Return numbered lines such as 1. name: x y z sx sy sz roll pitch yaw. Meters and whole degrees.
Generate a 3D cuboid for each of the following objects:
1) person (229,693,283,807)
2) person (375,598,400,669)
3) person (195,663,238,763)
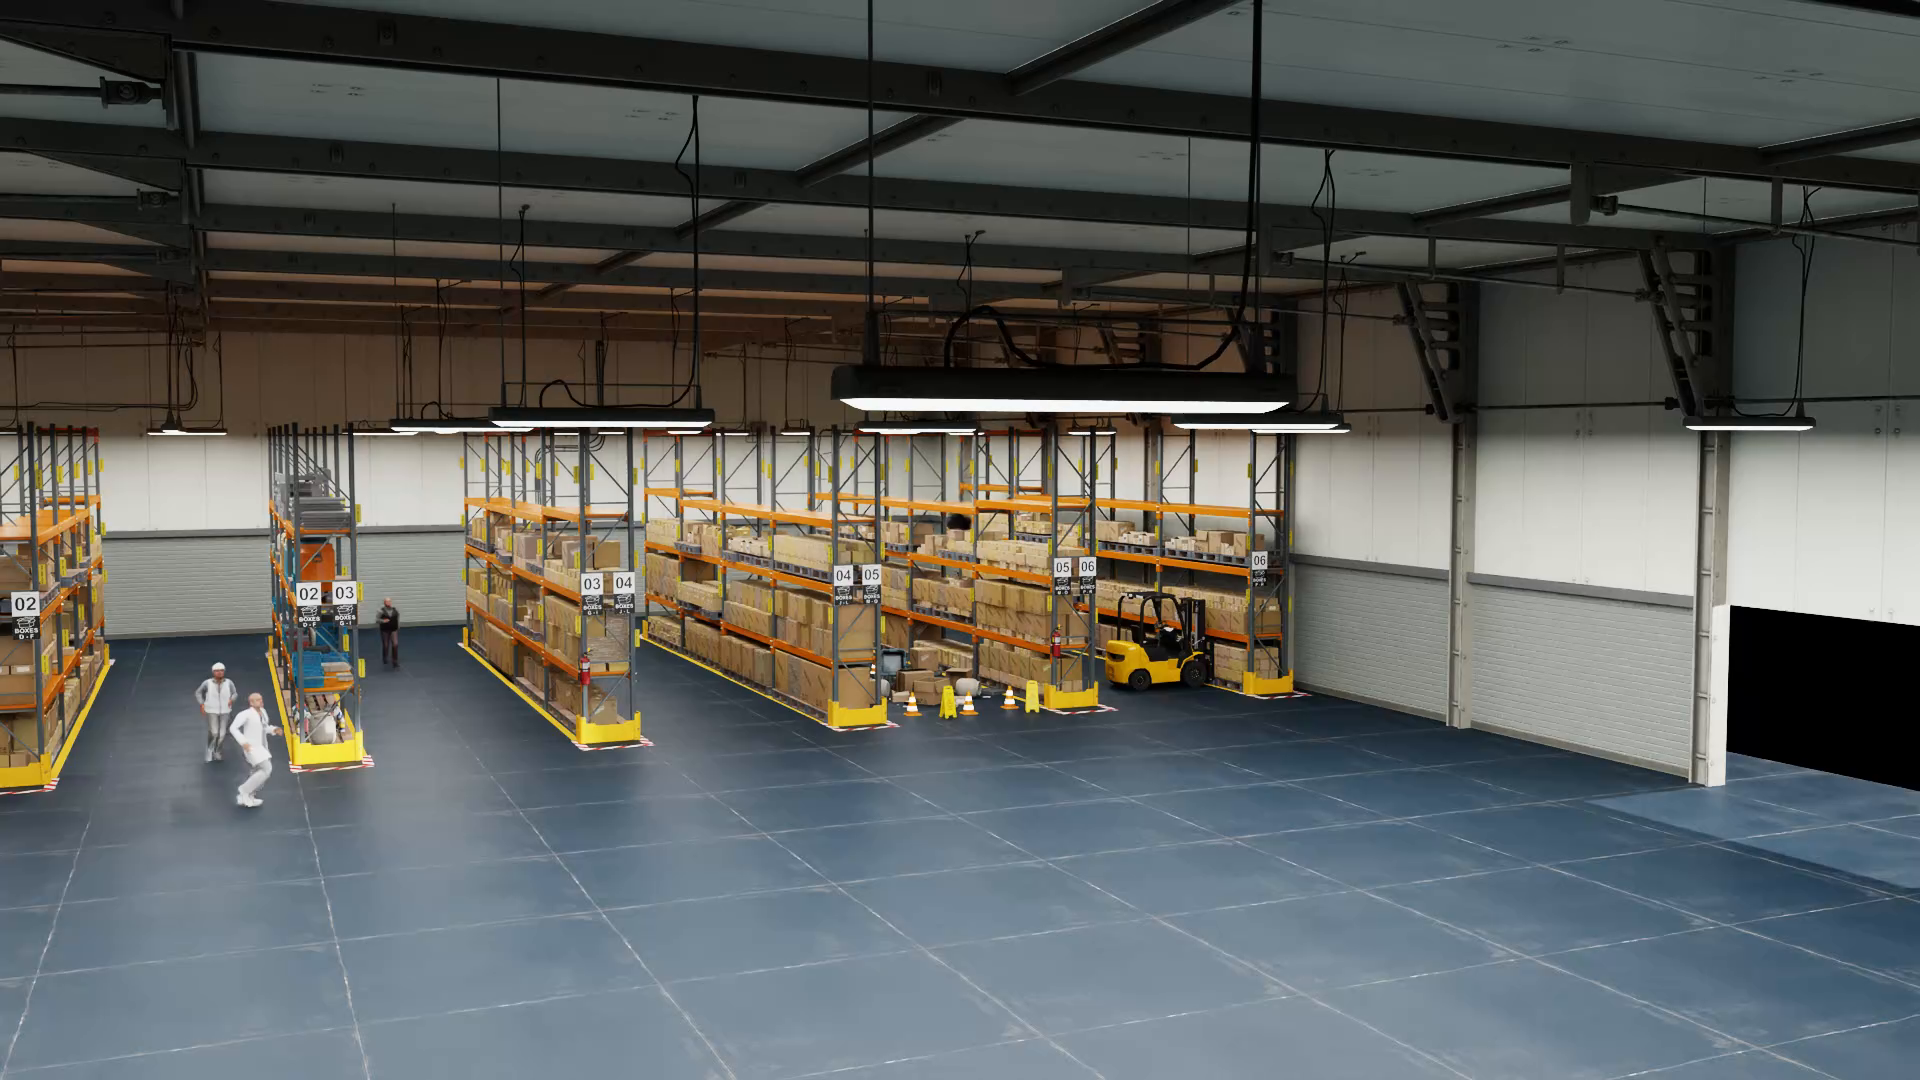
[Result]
1. person: -10.922 3.354 25.921 0.689 1.562 0.683 0 3 5
2. person: -14.289 2.327 41.577 0.643 1.784 0.804 -2 4 -30
3. person: -13.128 3.051 29.447 0.661 1.760 0.671 -3 4 -38
